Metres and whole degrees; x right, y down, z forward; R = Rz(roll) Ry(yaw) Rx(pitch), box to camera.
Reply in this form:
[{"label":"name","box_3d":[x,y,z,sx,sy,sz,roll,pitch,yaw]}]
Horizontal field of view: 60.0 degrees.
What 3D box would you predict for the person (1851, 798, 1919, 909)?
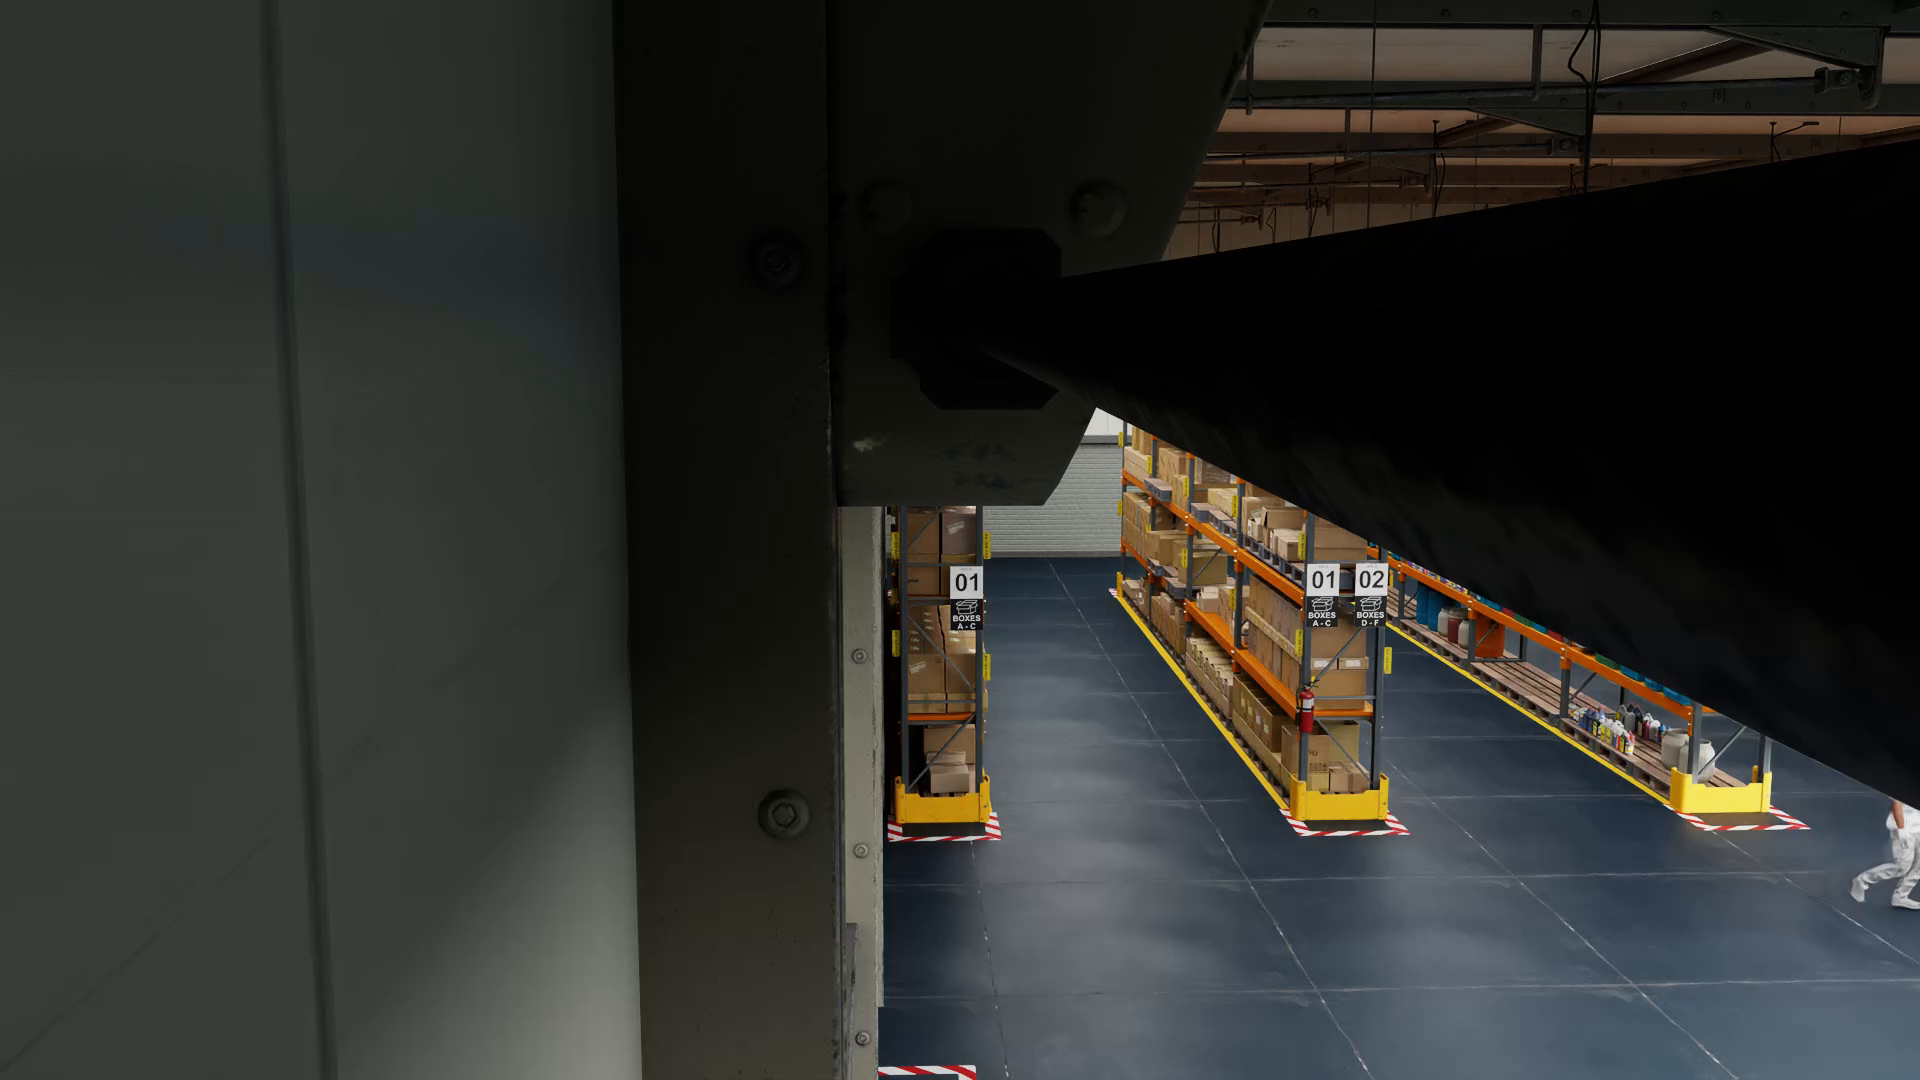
[{"label":"person","box_3d":[9.866,3.003,17.489,0.830,1.662,0.549,-6,10,-38]}]
